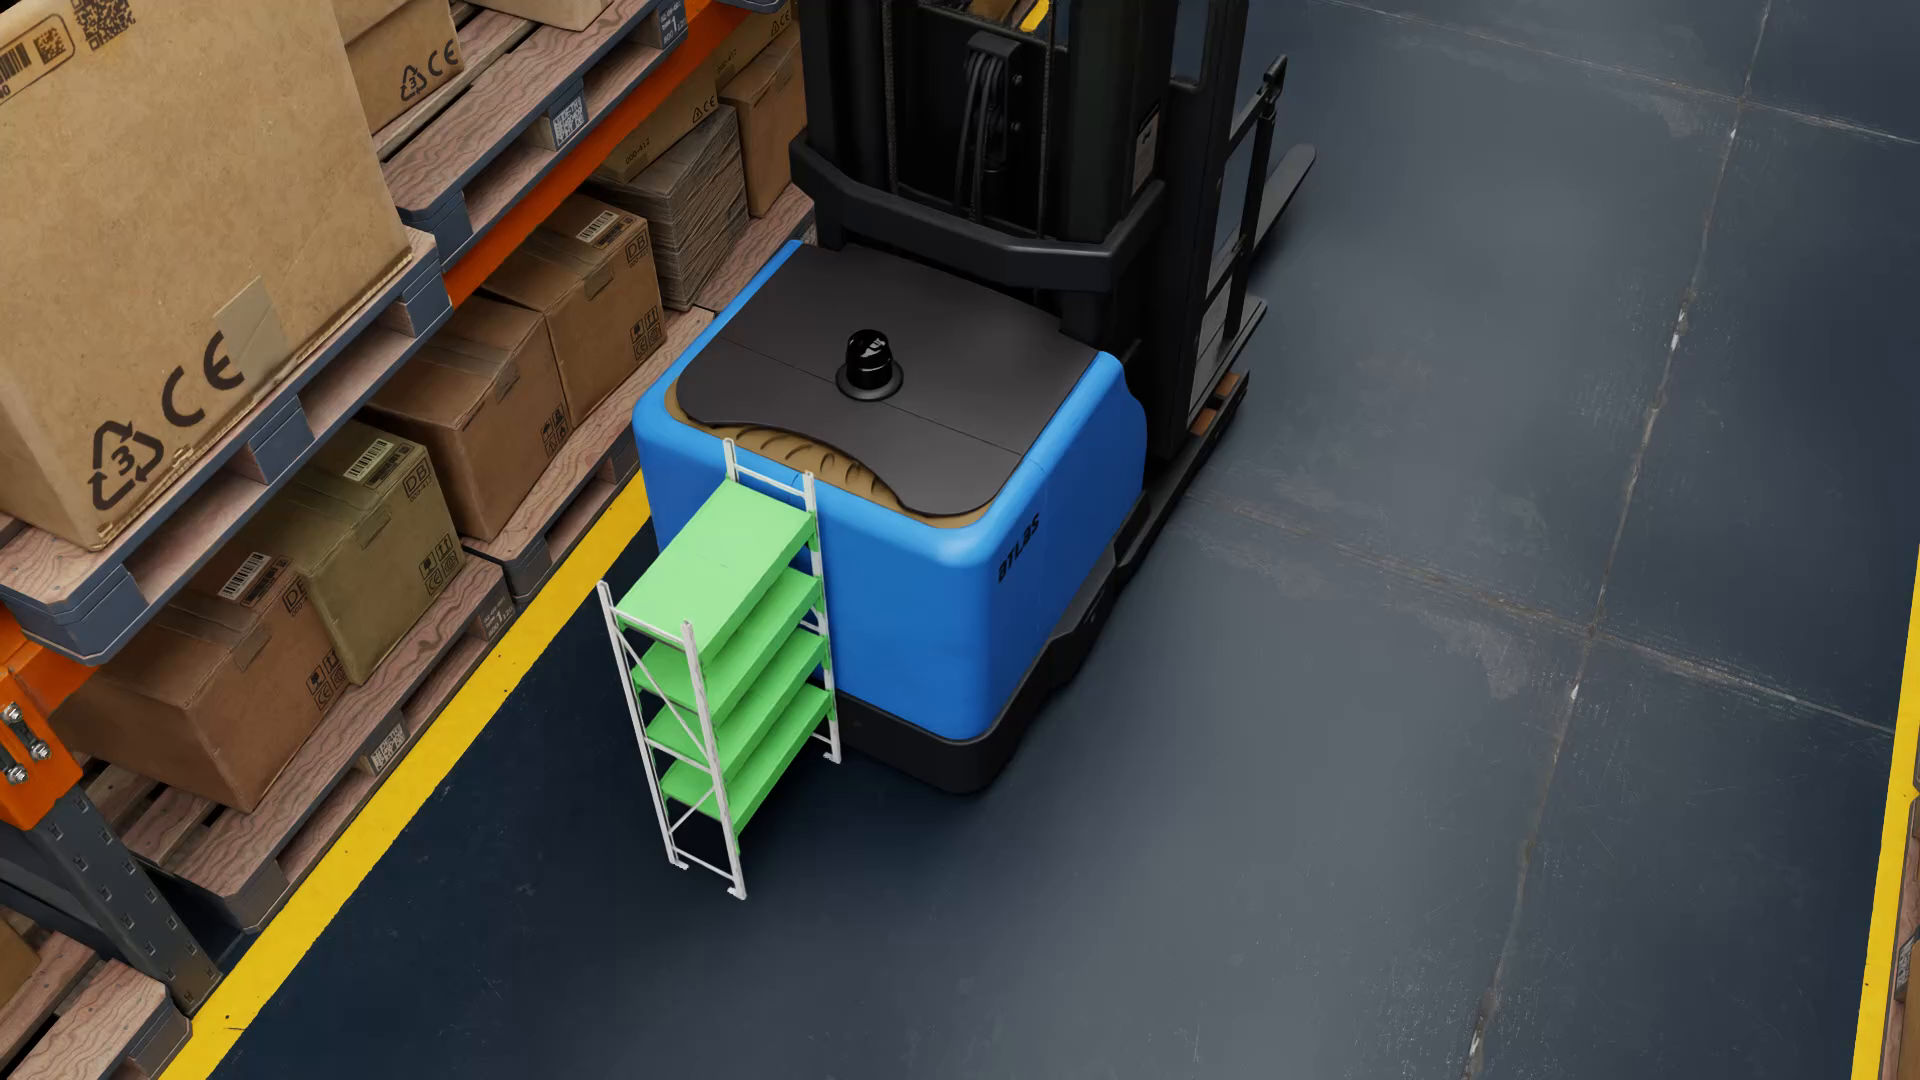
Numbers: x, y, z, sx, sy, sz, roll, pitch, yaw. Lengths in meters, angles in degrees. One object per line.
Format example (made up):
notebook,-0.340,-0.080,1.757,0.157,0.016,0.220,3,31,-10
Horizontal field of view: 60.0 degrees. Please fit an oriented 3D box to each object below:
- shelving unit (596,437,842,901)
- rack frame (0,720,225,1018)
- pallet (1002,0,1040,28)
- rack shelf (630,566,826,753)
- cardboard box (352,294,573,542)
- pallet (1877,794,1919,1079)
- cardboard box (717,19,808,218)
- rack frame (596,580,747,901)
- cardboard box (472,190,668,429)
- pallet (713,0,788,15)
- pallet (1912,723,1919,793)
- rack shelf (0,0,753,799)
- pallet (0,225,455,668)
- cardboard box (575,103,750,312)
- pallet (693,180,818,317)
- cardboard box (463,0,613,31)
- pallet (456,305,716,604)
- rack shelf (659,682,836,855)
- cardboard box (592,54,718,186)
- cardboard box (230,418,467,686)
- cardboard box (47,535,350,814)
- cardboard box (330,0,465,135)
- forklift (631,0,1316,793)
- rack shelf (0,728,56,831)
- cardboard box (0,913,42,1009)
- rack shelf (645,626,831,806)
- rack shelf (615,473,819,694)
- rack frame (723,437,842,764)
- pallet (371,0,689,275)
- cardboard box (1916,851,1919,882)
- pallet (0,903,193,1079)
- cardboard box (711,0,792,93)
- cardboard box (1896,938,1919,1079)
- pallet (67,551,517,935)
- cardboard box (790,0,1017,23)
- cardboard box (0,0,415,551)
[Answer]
shelving unit,-0.561,0.361,4.155,0.258,1.200,0.503,23,53,18
rack frame,-2.375,0.035,3.251,1.000,3.000,0.127,20,52,16
pallet,-0.261,-2.334,7.098,1.003,0.211,1.213,20,52,16
rack shelf,-0.561,0.247,4.021,0.258,0.148,0.480,23,53,18
cardboard box,-1.634,-0.421,4.991,0.700,0.500,0.500,16,51,13
pallet,2.848,1.223,4.071,1.003,0.211,1.213,20,52,16
cardboard box,-0.934,-1.584,5.981,0.700,0.500,0.500,17,52,14
rack frame,-0.678,0.524,4.016,0.240,1.200,0.015,23,53,18
cardboard box,-1.395,-0.805,5.318,0.700,0.500,0.500,24,54,19
pallet,-0.874,-2.132,5.220,1.213,0.211,1.003,20,52,16
pallet,3.370,0.386,4.783,1.003,0.211,1.213,20,52,16
rack shelf,-1.520,-1.109,4.697,1.077,0.370,4.000,20,52,16
pallet,-1.917,-0.382,3.731,1.003,0.211,1.213,20,52,16
cardboard box,-1.160,-1.198,5.652,0.700,0.500,0.500,16,51,13
pallet,-1.001,-1.278,6.199,1.003,0.211,1.213,20,52,16
cardboard box,-1.134,-1.576,4.434,0.396,0.266,0.258,18,52,15
pallet,-1.524,-0.441,5.487,1.003,0.211,1.213,20,52,16
rack shelf,-0.561,0.558,4.387,0.258,0.148,0.480,23,53,18
cardboard box,-1.142,-1.455,5.379,0.500,0.250,0.500,25,54,20
cardboard box,-1.872,-0.036,4.663,0.700,0.500,0.500,20,52,16
cardboard box,-2.093,0.287,4.389,0.700,0.500,0.500,16,52,13
cardboard box,-1.718,-1.358,4.093,0.797,0.503,0.637,25,54,20
forklift,0.310,-1.382,4.502,1.130,2.935,3.031,23,53,18
rack shelf,-3.229,1.645,2.353,1.077,0.370,4.000,20,52,16
cardboard box,-2.582,0.971,3.819,0.500,0.500,0.500,18,52,15
rack shelf,-0.561,0.402,4.204,0.258,0.148,0.480,23,53,18
rack shelf,-0.561,0.091,3.838,0.258,0.148,0.480,23,53,18
rack frame,-0.444,0.198,4.294,0.240,1.200,0.015,23,53,18
pallet,-1.475,-1.281,4.496,1.003,0.211,1.213,20,52,16
cardboard box,3.064,0.550,4.014,1.050,0.750,0.750,21,53,17
pallet,-2.630,1.413,3.909,1.003,0.211,1.213,20,52,16
cardboard box,-0.925,-1.824,5.692,0.500,0.250,0.500,22,53,18
cardboard box,2.666,1.192,3.468,1.050,0.750,0.750,20,52,16
pallet,-2.044,0.402,4.769,1.003,0.211,1.213,20,52,16
cardboard box,-0.352,-2.635,6.642,1.225,0.875,0.875,18,52,14
cardboard box,-1.909,-0.797,3.289,1.000,1.000,1.000,20,53,16
